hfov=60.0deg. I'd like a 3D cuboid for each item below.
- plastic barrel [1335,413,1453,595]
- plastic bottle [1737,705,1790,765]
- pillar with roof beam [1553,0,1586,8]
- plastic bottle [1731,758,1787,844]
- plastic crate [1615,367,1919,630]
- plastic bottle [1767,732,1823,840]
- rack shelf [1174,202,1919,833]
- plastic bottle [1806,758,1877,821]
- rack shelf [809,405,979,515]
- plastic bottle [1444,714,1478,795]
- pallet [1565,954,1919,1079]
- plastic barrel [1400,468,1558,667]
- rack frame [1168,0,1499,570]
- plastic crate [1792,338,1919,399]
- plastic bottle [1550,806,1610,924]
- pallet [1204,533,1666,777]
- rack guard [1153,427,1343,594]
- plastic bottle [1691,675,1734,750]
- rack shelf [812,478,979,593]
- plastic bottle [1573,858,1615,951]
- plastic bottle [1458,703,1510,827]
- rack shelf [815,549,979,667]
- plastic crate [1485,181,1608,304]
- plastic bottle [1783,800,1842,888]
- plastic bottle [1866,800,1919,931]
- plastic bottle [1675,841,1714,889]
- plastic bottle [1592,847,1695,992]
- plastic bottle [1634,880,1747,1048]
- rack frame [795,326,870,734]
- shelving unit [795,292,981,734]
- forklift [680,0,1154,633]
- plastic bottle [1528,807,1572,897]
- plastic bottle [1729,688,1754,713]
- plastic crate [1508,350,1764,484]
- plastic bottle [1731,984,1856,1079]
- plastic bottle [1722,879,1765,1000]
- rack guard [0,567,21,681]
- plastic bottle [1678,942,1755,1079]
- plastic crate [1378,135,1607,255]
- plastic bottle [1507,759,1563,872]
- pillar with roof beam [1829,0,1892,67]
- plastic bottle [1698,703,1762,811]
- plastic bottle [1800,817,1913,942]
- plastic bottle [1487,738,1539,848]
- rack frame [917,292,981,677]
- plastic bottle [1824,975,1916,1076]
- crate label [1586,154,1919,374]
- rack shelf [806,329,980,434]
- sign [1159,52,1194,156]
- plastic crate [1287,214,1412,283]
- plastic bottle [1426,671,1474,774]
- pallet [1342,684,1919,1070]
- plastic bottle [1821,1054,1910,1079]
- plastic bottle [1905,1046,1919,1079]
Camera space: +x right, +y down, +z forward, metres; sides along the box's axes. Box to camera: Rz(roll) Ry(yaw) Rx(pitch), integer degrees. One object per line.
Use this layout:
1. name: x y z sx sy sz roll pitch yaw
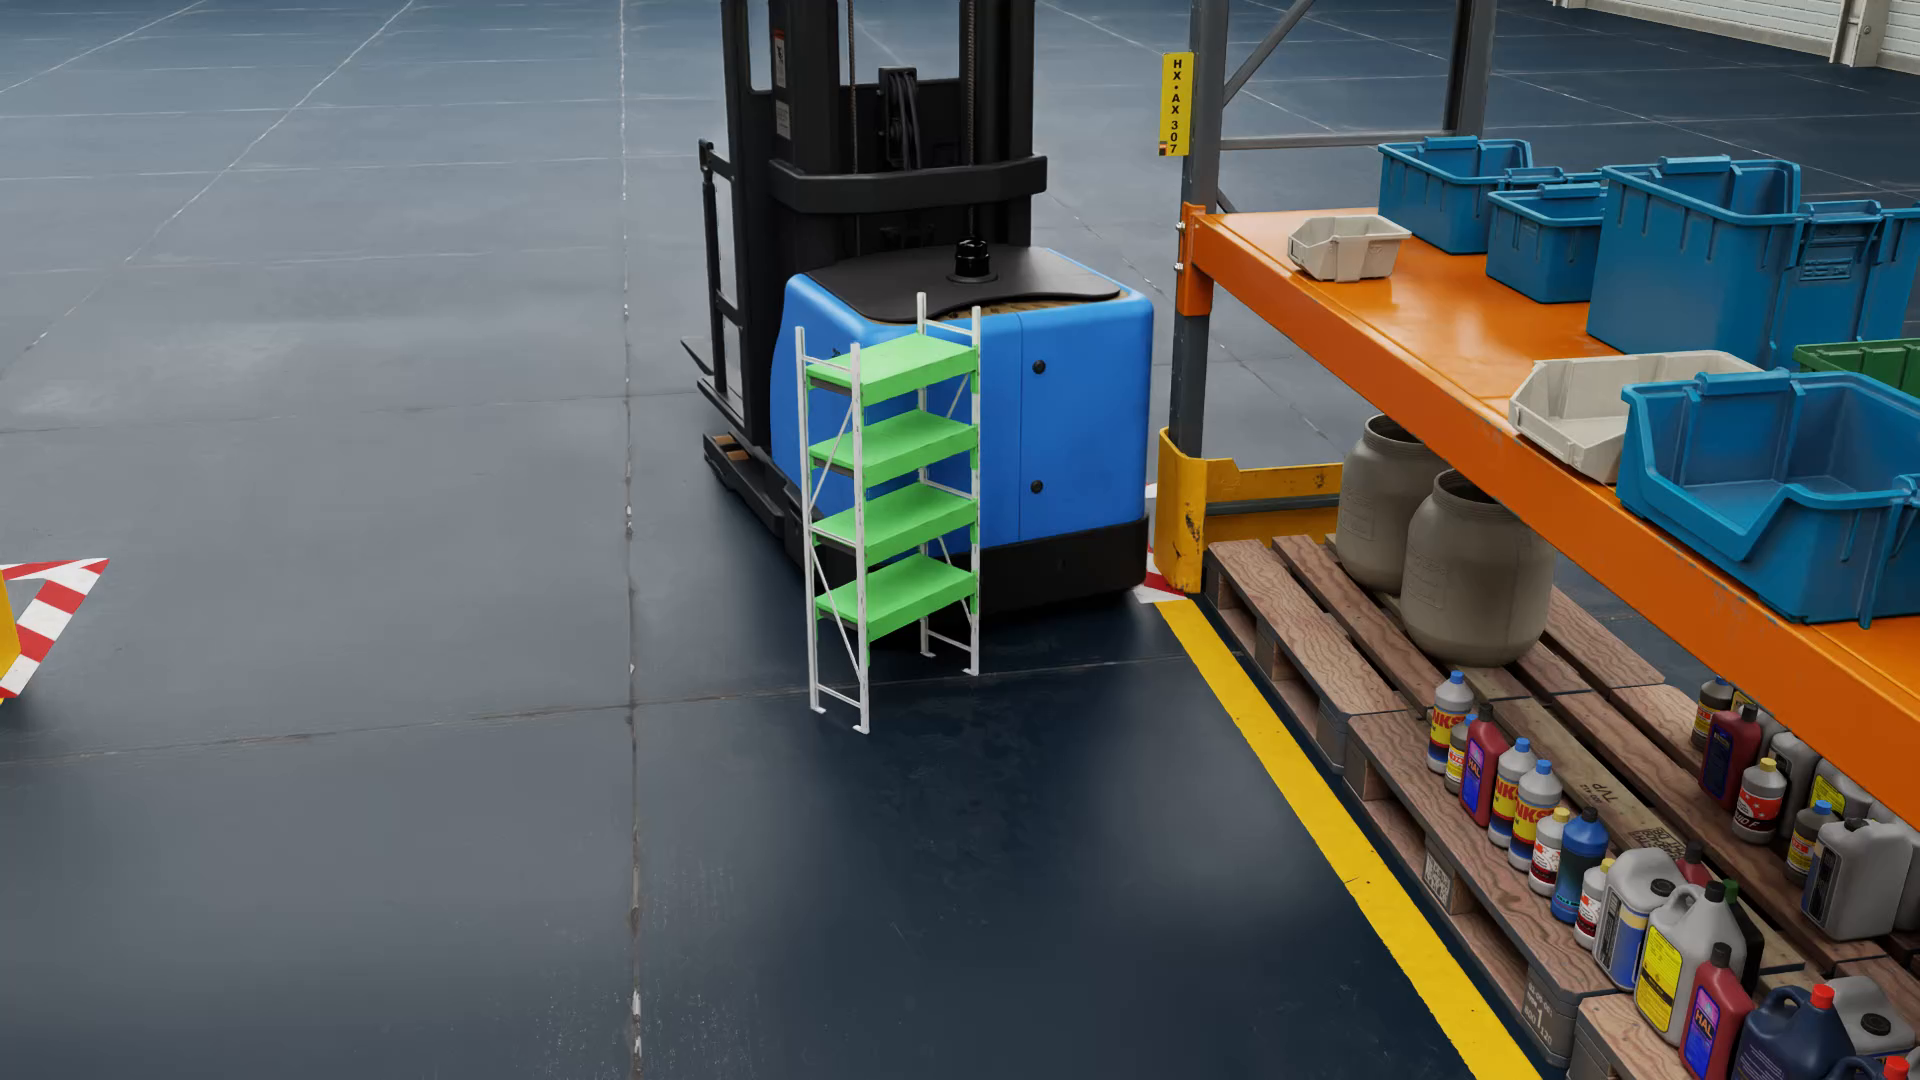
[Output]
1. plastic barrel: 1.437 -0.119 5.359 0.421 0.512 0.421 0 24 0
2. plastic bottle: 2.031 0.517 4.171 0.152 0.276 0.135 -4 24 -9
3. pillar with roof beam: 4.397 -11.353 21.001 9.100 9.000 0.400 -4 24 -10
4. plastic bottle: 1.937 0.623 4.023 0.097 0.201 0.097 0 24 0
5. plastic crate: 1.509 -0.094 2.903 0.499 0.251 0.616 -4 24 -10
6. plastic bottle: 2.056 0.572 4.046 0.152 0.276 0.135 -5 24 -11
7. rack shelf: 1.610 -0.204 3.868 1.077 0.370 4.000 -4 24 -10
8. plastic bottle: 2.091 0.603 3.883 0.144 0.351 0.185 -3 24 -8
9. rack shelf: -0.198 -0.241 4.863 0.258 0.148 0.480 20 31 38
10. plastic bottle: 1.289 0.537 4.218 0.097 0.201 0.097 0 24 0
11. pallet: 1.897 1.264 3.093 1.003 0.211 1.213 -4 24 -10
12. plastic barrel: 1.530 0.078 4.908 0.421 0.512 0.421 0 24 0
13. rack frame: 1.240 -1.320 5.525 1.000 3.000 0.127 -4 24 -10
14. plastic crate: 2.006 -0.205 3.236 0.450 0.188 0.662 -4 24 -10
15. plastic bottle: 1.389 0.718 3.716 0.097 0.271 0.097 0 24 0
16. pallet: 1.446 0.304 5.290 1.003 0.211 1.213 -4 24 -10
17. rack guard: 1.301 -0.148 5.965 1.175 0.500 0.348 -4 24 -10
18. plastic bottle: 2.011 0.450 4.418 0.097 0.201 0.097 0 24 0
19. rack shelf: -0.198 -0.021 4.959 0.258 0.148 0.480 20 31 38
20. plastic bottle: 1.408 0.791 3.638 0.097 0.201 0.097 0 24 0
21. plastic bottle: 1.293 0.550 4.088 0.061 0.283 0.133 -4 24 -9
22. rack shelf: -0.198 0.199 5.055 0.258 0.148 0.480 20 31 38
23. plastic crate: 1.742 -0.822 4.569 0.499 0.251 0.408 -4 24 -10
24. plastic bottle: 1.980 0.697 3.853 0.097 0.201 0.097 0 24 0
25. plastic bottle: 2.125 0.676 3.715 0.144 0.351 0.185 -4 24 -10
26. plastic bottle: 1.561 0.789 3.539 0.061 0.283 0.133 -4 24 -10
27. plastic bottle: 1.456 0.801 3.522 0.152 0.276 0.135 -4 24 -9
28. plastic bottle: 1.483 0.831 3.360 0.144 0.351 0.185 -4 24 -10
29. rack frame: -0.362 -0.008 4.768 0.240 1.200 0.015 20 31 38
30. shelving unit: -0.198 -0.080 4.933 0.258 1.200 0.503 20 31 38
31. forklift: -0.408 -1.601 6.254 1.130 2.935 3.031 -10 25 -22
32. plastic bottle: 1.370 0.710 3.824 0.097 0.201 0.097 0 24 0
33. plastic bottle: 2.050 0.457 4.299 0.061 0.283 0.133 -4 24 -8
34. plastic crate: 1.431 -0.246 3.395 0.530 0.136 0.437 -4 24 -10
35. plastic bottle: 1.542 0.958 3.069 0.144 0.351 0.185 -6 24 -12
36. plastic bottle: 1.579 0.844 3.414 0.061 0.283 0.133 -4 24 -10
37. rack guard: -3.613 0.222 5.118 1.175 0.500 0.348 -4 24 -10
38. plastic bottle: 1.471 0.928 3.222 0.061 0.283 0.133 -3 24 -6
39. plastic crate: 1.627 -1.077 5.155 0.499 0.251 0.616 -4 24 -10
40. plastic bottle: 1.351 0.639 3.899 0.097 0.271 0.097 0 24 0
41. pillar with roof beam: 5.506 -8.993 15.597 9.100 9.000 0.400 -4 24 -10
42. plastic bottle: 1.926 0.522 4.151 0.061 0.283 0.133 -4 24 -10
43. plastic bottle: 1.984 0.731 3.682 0.152 0.276 0.135 -4 24 -10
44. plastic bottle: 1.333 0.599 3.989 0.097 0.271 0.097 0 24 0
45. rack frame: -0.033 -0.152 5.098 0.240 1.200 0.015 20 31 38
46. plastic bottle: 1.683 0.971 3.132 0.152 0.276 0.135 -4 24 -10
47. crate label: 1.847 -0.633 3.906 0.502 0.435 0.616 -4 24 -10
48. rack shelf: -0.198 -0.461 4.767 0.258 0.148 0.480 20 31 38
49. sign: 0.699 -1.408 5.381 0.100 0.325 0.005 -4 24 -10
50. plastic crate: 1.090 -0.824 4.718 0.298 0.136 0.250 -4 24 -10
51. plastic bottle: 1.269 0.465 4.298 0.097 0.271 0.097 0 24 0
52. pallet: 1.668 0.783 4.194 1.003 0.211 1.213 -4 24 -10
53. plastic bottle: 1.578 1.033 2.896 0.144 0.351 0.185 -5 24 -11
54. plastic bottle: 1.719 1.023 2.921 0.144 0.351 0.185 -4 24 -10
